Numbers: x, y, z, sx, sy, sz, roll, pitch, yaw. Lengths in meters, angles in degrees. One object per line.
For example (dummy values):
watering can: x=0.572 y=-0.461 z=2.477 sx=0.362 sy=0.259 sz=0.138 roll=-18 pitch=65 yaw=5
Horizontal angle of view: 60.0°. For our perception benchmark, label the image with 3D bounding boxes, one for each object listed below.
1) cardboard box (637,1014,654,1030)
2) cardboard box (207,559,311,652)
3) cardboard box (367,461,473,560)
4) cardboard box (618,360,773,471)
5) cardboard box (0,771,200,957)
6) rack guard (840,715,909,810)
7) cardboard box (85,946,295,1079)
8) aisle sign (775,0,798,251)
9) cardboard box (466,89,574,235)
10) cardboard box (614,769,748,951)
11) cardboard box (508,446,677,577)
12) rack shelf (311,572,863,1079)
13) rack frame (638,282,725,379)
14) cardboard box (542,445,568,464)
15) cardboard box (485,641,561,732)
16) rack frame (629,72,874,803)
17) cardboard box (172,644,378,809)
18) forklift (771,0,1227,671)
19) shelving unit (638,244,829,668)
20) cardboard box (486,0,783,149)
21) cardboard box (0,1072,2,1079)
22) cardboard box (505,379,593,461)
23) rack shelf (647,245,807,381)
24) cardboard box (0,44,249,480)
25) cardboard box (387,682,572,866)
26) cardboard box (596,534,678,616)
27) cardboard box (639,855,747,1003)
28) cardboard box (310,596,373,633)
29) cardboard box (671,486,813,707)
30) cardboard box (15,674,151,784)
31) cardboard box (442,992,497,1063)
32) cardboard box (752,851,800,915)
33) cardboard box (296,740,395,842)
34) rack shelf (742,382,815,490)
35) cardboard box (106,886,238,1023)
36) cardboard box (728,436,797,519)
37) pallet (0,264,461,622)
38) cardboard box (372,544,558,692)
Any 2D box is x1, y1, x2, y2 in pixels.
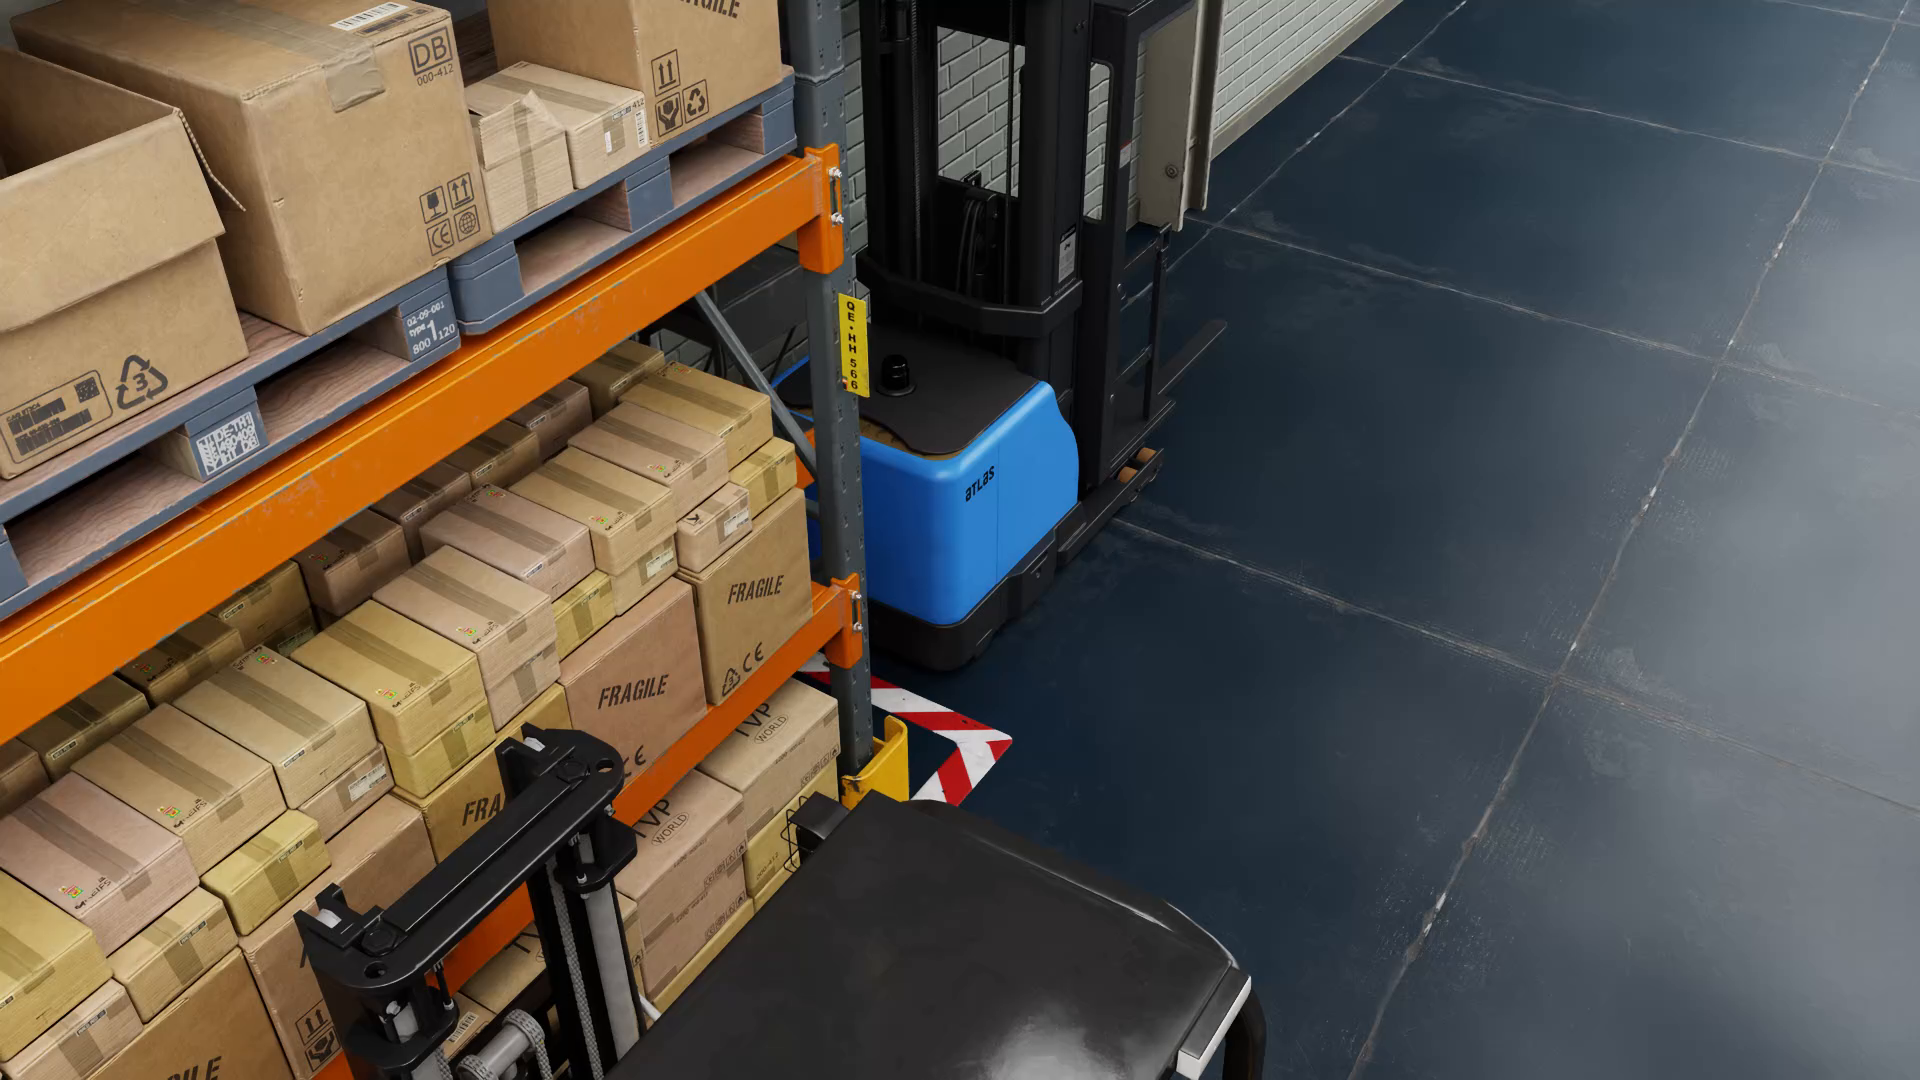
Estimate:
cardboard box: x=-1.300 y=1.574 z=5.159 sx=0.500 sy=0.250 sz=0.500 roll=22 pitch=43 yaw=26
cardboard box: x=-1.913 y=0.121 z=4.279 sx=0.380 sy=0.149 sz=0.250 roll=20 pitch=42 yaw=24
cardboard box: x=-1.569 y=-0.126 z=4.600 sx=0.380 sy=0.149 sz=0.250 roll=21 pitch=43 yaw=25
cardboard box: x=-0.779 y=-0.363 z=4.907 sx=0.380 sy=0.149 sz=0.250 roll=21 pitch=42 yaw=25
cardboard box: x=-1.864 y=0.688 z=3.544 sx=0.380 sy=0.149 sz=0.250 roll=21 pitch=42 yaw=25
rack guard: x=-0.752 y=0.775 z=6.335 sx=1.175 sy=0.500 sz=0.348 roll=21 pitch=42 yaw=25
cardboard box: x=-1.914 y=1.141 z=3.731 sx=0.500 sy=0.500 sz=0.500 roll=21 pitch=42 yaw=25
aisle sign: x=-0.482 y=-1.170 z=4.681 sx=0.394 sy=0.787 sz=0.004 roll=21 pitch=42 yaw=25
cardboard box: x=-1.088 y=-0.886 z=3.670 sx=0.396 sy=0.266 sz=0.258 roll=21 pitch=42 yaw=25
cardboard box: x=-1.017 y=0.929 z=5.177 sx=0.500 sy=0.250 sz=0.500 roll=22 pitch=43 yaw=26
cardboard box: x=-1.002 y=-0.082 z=4.543 sx=0.380 sy=0.149 sz=0.250 roll=22 pitch=43 yaw=26
rack shelf: x=-1.837 y=1.114 z=4.438 sx=1.077 sy=0.370 sz=4.000 roll=21 pitch=42 yaw=25
rack frame: x=-0.963 y=-0.105 z=6.166 sx=0.400 sy=2.100 sz=0.015 roll=25 pitch=44 yaw=28
cardboard box: x=-1.244 y=-0.261 z=5.018 sx=0.380 sy=0.149 sz=0.250 roll=21 pitch=42 yaw=25
cardboard box: x=-1.262 y=0.304 z=4.286 sx=0.380 sy=0.149 sz=0.250 roll=20 pitch=42 yaw=24
rack frame: x=-0.765 y=-0.202 z=5.556 sx=1.000 sy=3.000 sz=0.127 roll=21 pitch=42 yaw=25
cardboard box: x=-1.596 y=0.430 z=3.879 sx=0.380 sy=0.149 sz=0.250 roll=22 pitch=43 yaw=26
forklift: x=0.337 y=-1.484 z=7.275 sx=1.130 sy=2.935 sz=3.031 roll=21 pitch=42 yaw=25
shelving unit: x=-0.816 y=-0.225 z=6.320 sx=0.431 sy=2.100 sz=0.503 roll=25 pitch=44 yaw=28
cardboard box: x=-0.796 y=-1.328 z=4.051 sx=0.500 sy=0.500 sz=0.500 roll=23 pitch=43 yaw=27
cardboard box: x=-2.069 y=0.980 z=3.165 sx=0.380 sy=0.149 sz=0.250 roll=22 pitch=43 yaw=26
cardboard box: x=-1.321 y=-0.397 z=4.951 sx=0.380 sy=0.149 sz=0.250 roll=23 pitch=43 yaw=27
rack shelf: x=-0.817 y=-0.767 z=5.900 sx=0.431 sy=0.518 sz=0.480 roll=25 pitch=44 yaw=28
cardboard box: x=-1.775 y=-0.545 z=3.033 sx=0.797 sy=0.503 sz=0.637 roll=23 pitch=43 yaw=26
cardboard box: x=-1.367 y=0.626 z=4.399 sx=0.500 sy=0.500 sz=0.500 roll=20 pitch=42 yaw=24
cardboard box: x=-1.017 y=0.027 z=4.645 sx=0.380 sy=0.149 sz=0.250 roll=22 pitch=43 yaw=26
cardboard box: x=-1.040 y=1.130 z=5.325 sx=0.500 sy=0.250 sz=0.500 roll=21 pitch=42 yaw=25
cardboard box: x=-1.774 y=0.091 z=4.562 sx=0.380 sy=0.149 sz=0.250 roll=22 pitch=43 yaw=26
cardboard box: x=-0.807 y=0.098 z=5.085 sx=0.500 sy=0.500 sz=0.500 roll=20 pitch=42 yaw=24
cardboard box: x=-2.117 y=0.412 z=3.902 sx=0.380 sy=0.149 sz=0.250 roll=22 pitch=43 yaw=26
cardboard box: x=-1.557 y=1.451 z=4.500 sx=0.500 sy=0.250 sz=0.500 roll=20 pitch=42 yaw=24
cardboard box: x=-0.750 y=1.066 z=5.819 sx=0.500 sy=0.250 sz=0.500 roll=21 pitch=43 yaw=25
cardboard box: x=-1.591 y=0.540 z=3.979 sx=0.380 sy=0.149 sz=0.250 roll=21 pitch=42 yaw=25
rack shelf: x=-0.816 y=-0.214 z=6.329 sx=0.431 sy=0.518 sz=0.480 roll=25 pitch=44 yaw=28
cardboard box: x=-1.805 y=0.834 z=3.598 sx=0.380 sy=0.149 sz=0.250 roll=20 pitch=42 yaw=24
cardboard box: x=-0.714 y=-0.229 z=4.976 sx=0.380 sy=0.149 sz=0.250 roll=22 pitch=43 yaw=26
pallet: x=-1.819 y=-0.368 z=3.386 sx=1.003 sy=0.211 sz=1.213 roll=21 pitch=42 yaw=25
cardboard box: x=-1.244 y=0.193 z=4.187 sx=0.380 sy=0.149 sz=0.250 roll=22 pitch=43 yaw=26
